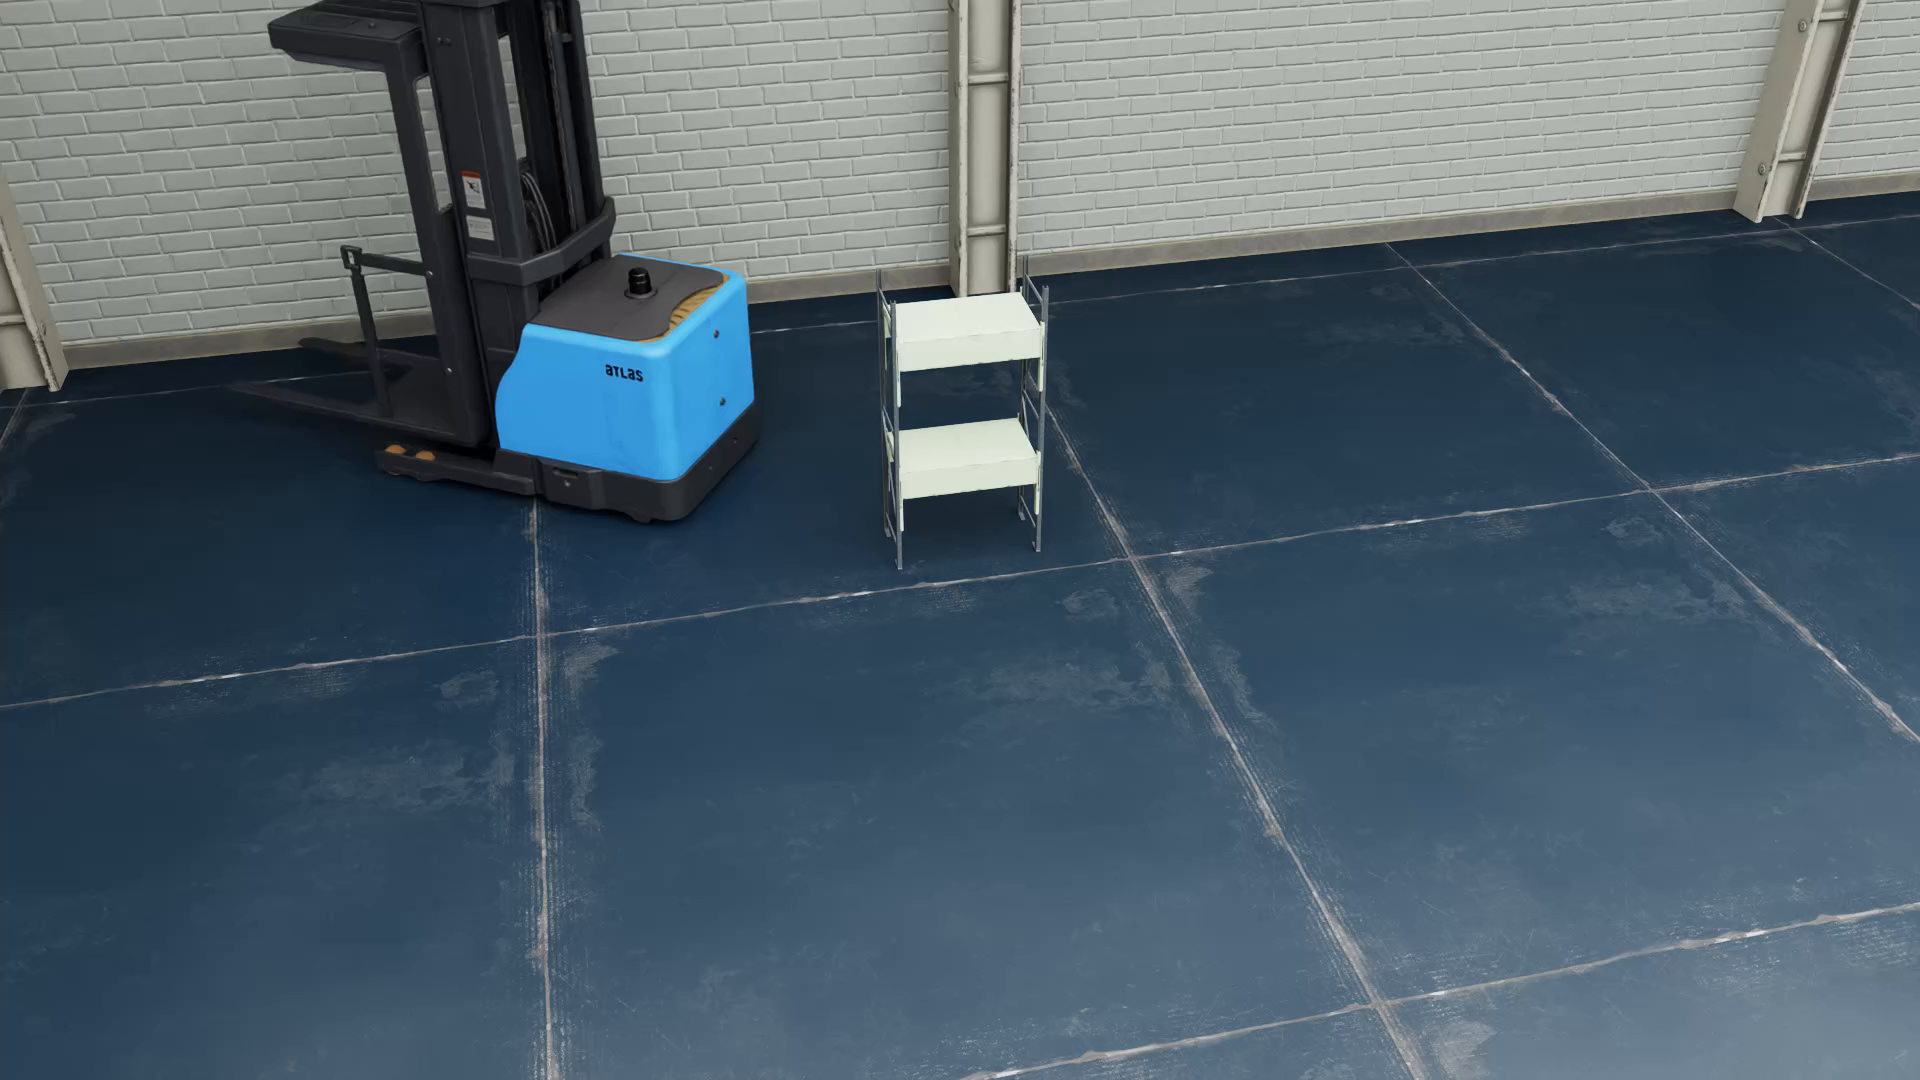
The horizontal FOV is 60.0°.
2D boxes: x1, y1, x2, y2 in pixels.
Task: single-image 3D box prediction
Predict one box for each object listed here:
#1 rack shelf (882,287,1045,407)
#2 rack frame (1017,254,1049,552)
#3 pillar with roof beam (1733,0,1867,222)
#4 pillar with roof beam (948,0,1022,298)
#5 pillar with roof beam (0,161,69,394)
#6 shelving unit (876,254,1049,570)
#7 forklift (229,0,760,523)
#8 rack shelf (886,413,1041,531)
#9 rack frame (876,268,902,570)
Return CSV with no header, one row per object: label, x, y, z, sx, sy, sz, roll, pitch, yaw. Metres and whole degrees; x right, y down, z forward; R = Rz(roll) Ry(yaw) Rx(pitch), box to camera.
rack shelf,0.007,-0.948,8.116,0.720,0.370,0.431,-7,35,-11
rack frame,0.363,-0.669,8.400,0.023,1.500,0.400,-7,35,-11
pillar with roof beam,6.954,-3.839,6.395,0.400,9.000,9.100,-7,35,-11
pillar with roof beam,1.102,-3.102,5.296,0.400,9.000,9.100,-7,35,-11
pillar with roof beam,-4.750,-2.364,4.197,0.400,9.000,9.100,-7,35,-11
shelving unit,0.007,-0.624,8.333,0.755,1.500,0.431,-7,35,-11
forklift,-2.717,-1.804,8.809,3.031,2.935,1.130,11,36,16
rack shelf,0.007,-0.353,8.515,0.720,0.370,0.431,-7,35,-11
rack frame,-0.350,-0.579,8.266,0.023,1.500,0.400,-7,35,-11
